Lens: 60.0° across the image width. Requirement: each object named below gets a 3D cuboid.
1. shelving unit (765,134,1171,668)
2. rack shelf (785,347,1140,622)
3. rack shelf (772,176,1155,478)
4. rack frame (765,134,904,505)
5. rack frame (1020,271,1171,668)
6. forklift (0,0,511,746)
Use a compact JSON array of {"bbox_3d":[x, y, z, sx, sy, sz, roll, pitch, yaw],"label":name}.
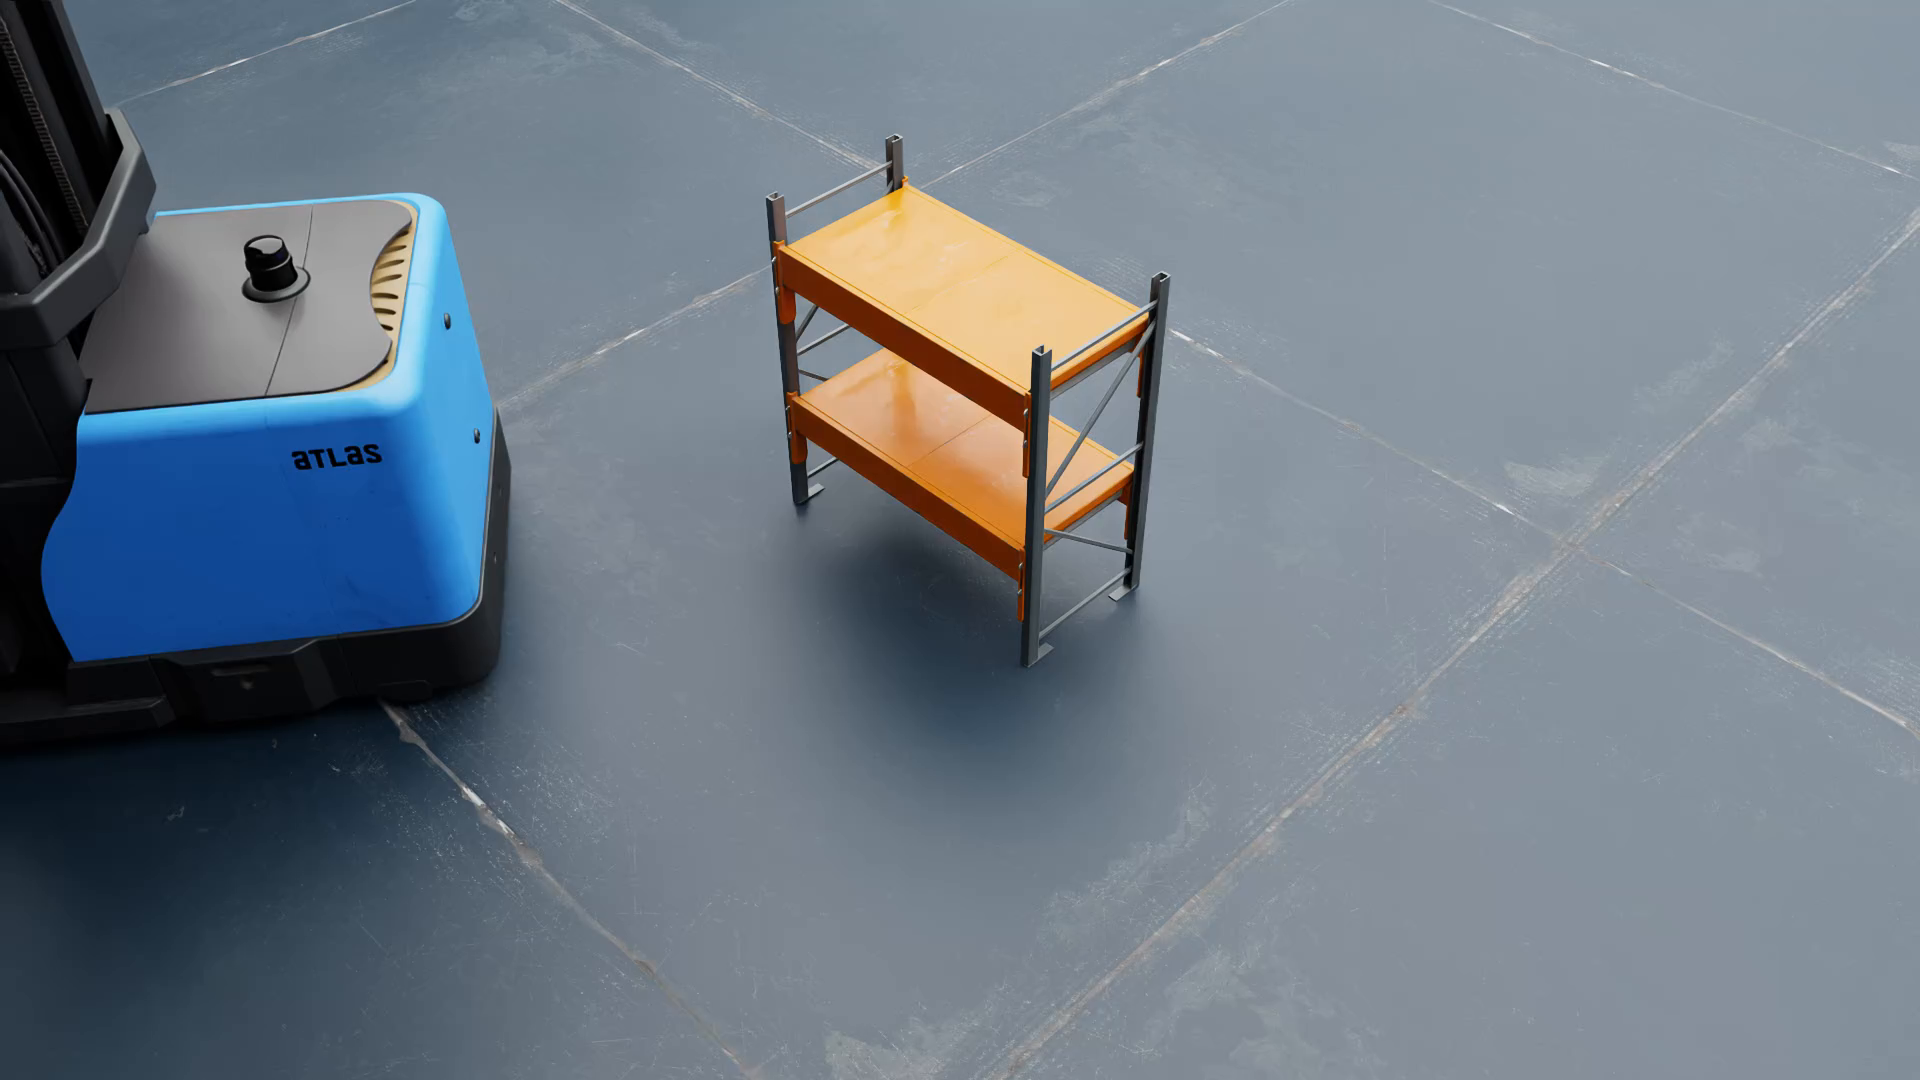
[{"bbox_3d":[0.005,-0.410,4.865,0.538,1.125,1.048,-34,53,-31],"label":"shelving unit"},{"bbox_3d":[0.005,-0.230,5.031,0.538,0.278,1.000,-34,53,-31],"label":"rack shelf"},{"bbox_3d":[0.005,-0.625,4.666,0.538,0.278,1.000,-34,53,-31],"label":"rack shelf"},{"bbox_3d":[-0.354,-0.654,5.129,0.500,1.125,0.032,-34,53,-31],"label":"rack frame"},{"bbox_3d":[0.364,-0.166,4.600,0.500,1.125,0.032,-34,53,-31],"label":"rack frame"},{"bbox_3d":[-2.889,-0.817,3.975,3.031,2.935,1.130,-6,43,-6],"label":"forklift"}]
